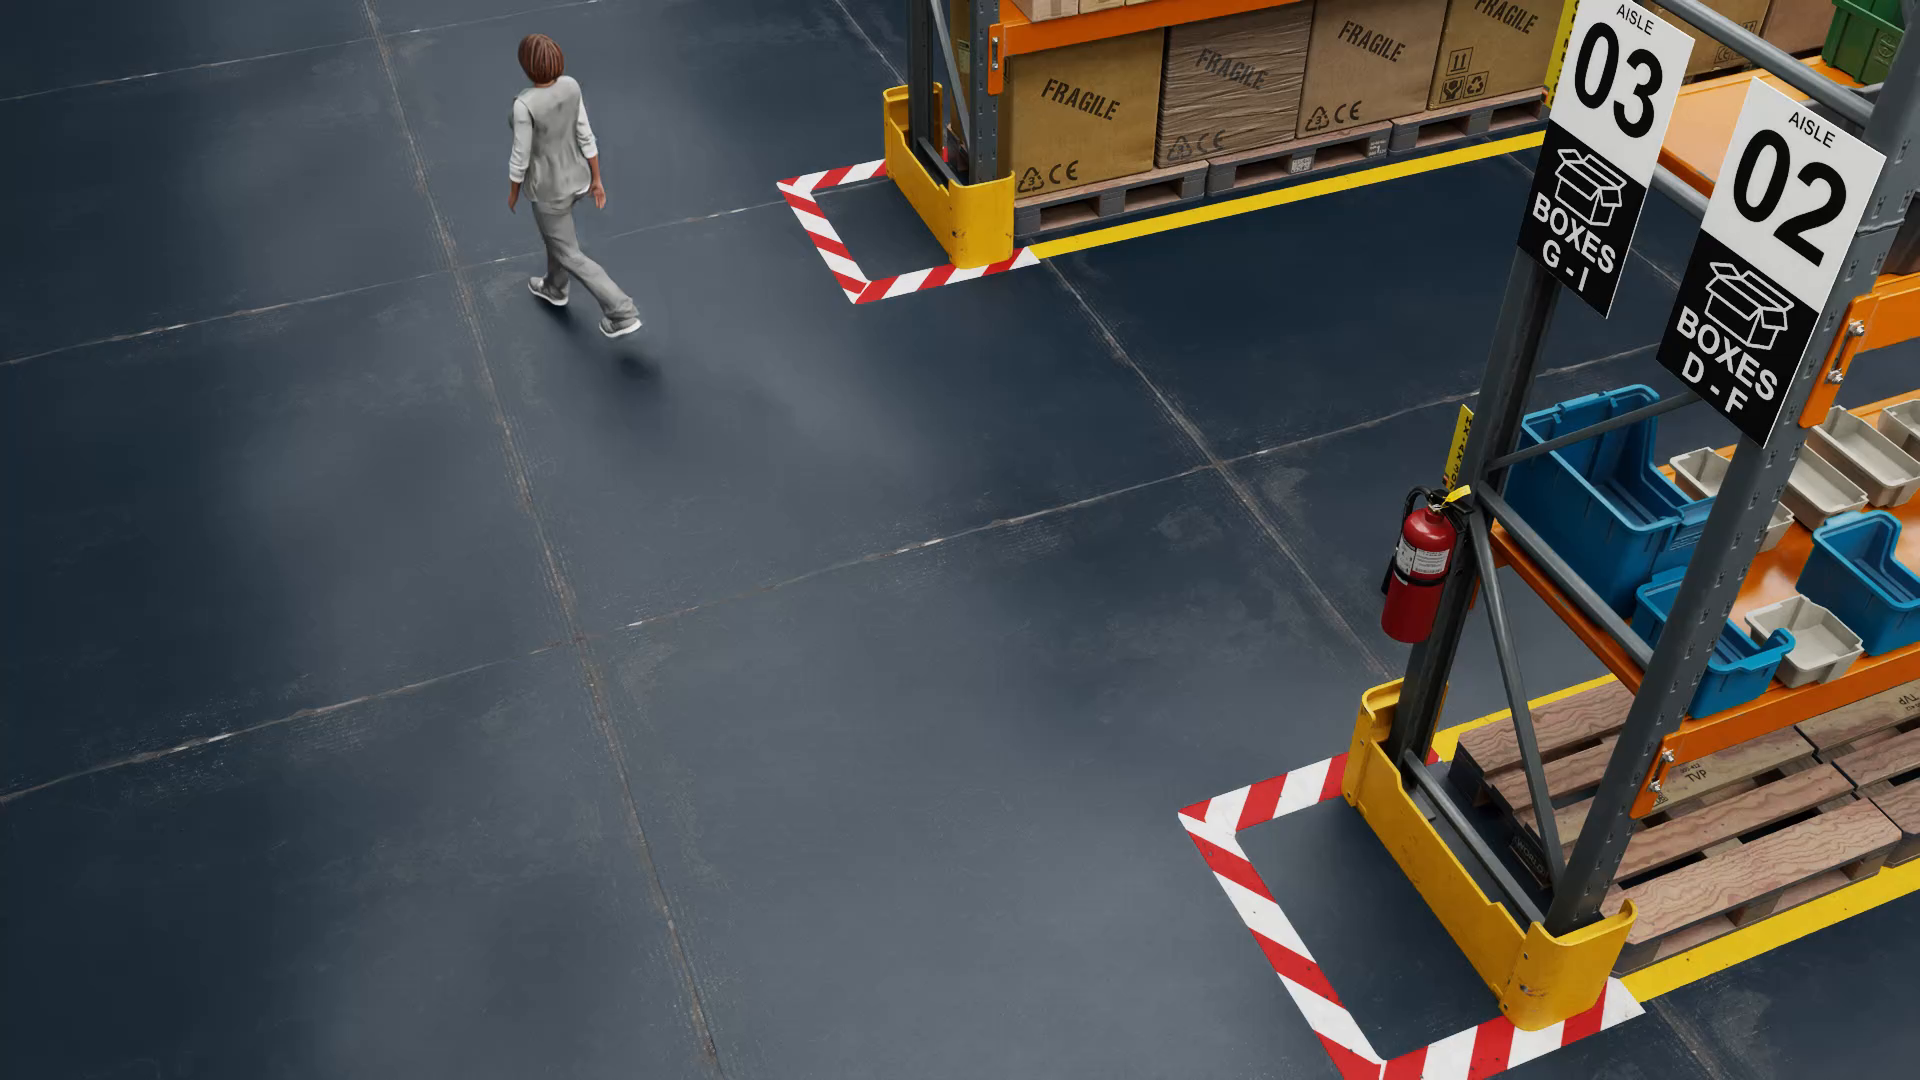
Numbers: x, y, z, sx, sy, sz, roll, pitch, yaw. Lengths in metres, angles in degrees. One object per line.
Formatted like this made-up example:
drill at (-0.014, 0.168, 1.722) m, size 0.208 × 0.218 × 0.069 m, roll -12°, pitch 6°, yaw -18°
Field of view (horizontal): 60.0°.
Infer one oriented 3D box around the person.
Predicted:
person at (-1.935, -1.695, 8.031) m, size 0.896 × 1.535 × 0.419 m, roll 25°, pitch 48°, yaw 25°
